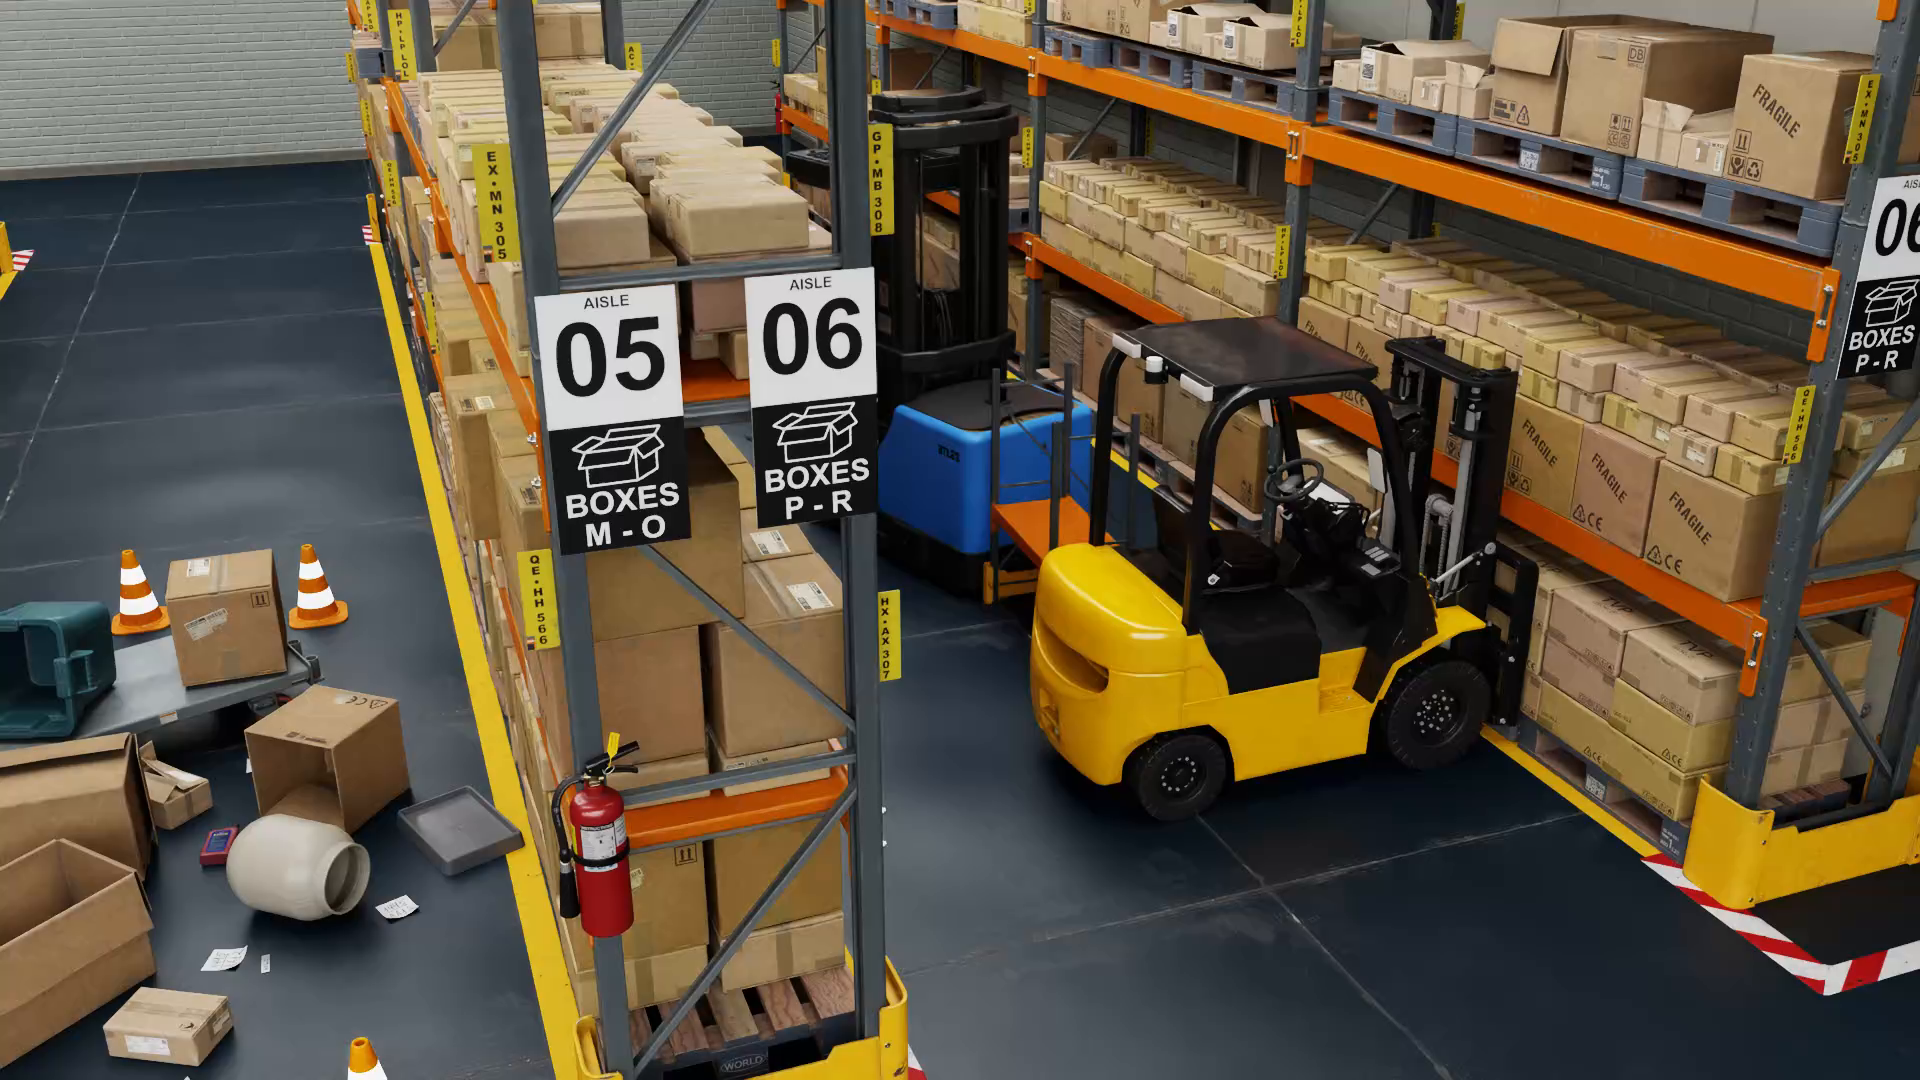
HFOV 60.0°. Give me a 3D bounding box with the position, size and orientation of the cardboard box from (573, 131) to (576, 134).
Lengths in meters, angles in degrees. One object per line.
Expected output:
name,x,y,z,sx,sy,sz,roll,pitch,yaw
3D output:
cardboard box,-1.412,-1.616,7.169,0.500,0.250,0.500,-9,24,-20

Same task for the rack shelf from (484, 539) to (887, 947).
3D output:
rack shelf,-1.460,0.398,7.369,1.077,0.370,4.000,-8,24,-19

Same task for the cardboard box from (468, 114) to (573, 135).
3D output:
cardboard box,-1.734,-1.581,6.573,0.380,0.149,0.250,-8,24,-18

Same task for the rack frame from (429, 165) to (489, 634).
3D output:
rack frame,-2.166,-0.660,8.953,1.000,3.000,0.127,-8,24,-19

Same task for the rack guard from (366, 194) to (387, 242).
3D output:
rack guard,-6.414,-3.877,19.804,1.175,0.500,0.348,-8,24,-19

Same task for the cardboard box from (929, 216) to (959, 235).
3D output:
cardboard box,-0.091,-3.143,16.688,0.380,0.149,0.250,-9,24,-20

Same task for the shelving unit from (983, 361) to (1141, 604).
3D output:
shelving unit,0.580,-0.156,9.690,0.587,1.500,1.083,-7,24,-16

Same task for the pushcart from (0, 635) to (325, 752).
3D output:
pushcart,-4.282,0.880,8.677,1.648,0.377,0.936,-18,29,-37

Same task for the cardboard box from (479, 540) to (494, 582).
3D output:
cardboard box,-2.222,0.074,8.410,0.380,0.149,0.250,-8,24,-18

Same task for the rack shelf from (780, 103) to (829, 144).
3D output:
rack shelf,-1.057,-4.644,19.333,1.077,0.370,4.000,-8,24,-19

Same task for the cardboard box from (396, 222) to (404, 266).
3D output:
cardboard box,-4.196,-2.376,13.217,0.500,0.250,0.500,-8,24,-18

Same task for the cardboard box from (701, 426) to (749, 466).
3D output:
cardboard box,-1.215,-0.156,7.246,0.500,0.500,0.500,-9,24,-20

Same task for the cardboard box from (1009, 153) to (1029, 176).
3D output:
cardboard box,0.388,-3.259,14.772,0.500,0.250,0.500,-10,25,-21

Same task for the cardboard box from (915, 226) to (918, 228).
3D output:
cardboard box,-0.390,-3.084,17.383,0.500,0.500,0.500,-7,24,-17

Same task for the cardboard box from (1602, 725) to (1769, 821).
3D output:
cardboard box,3.428,1.057,7.879,0.500,0.250,0.500,-8,24,-19

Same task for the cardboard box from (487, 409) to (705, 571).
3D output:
cardboard box,-1.310,-0.191,6.042,0.700,0.500,0.500,-8,24,-18

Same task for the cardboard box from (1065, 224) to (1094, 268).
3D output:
cardboard box,1.164,-2.348,13.152,0.500,0.250,0.500,-9,24,-20

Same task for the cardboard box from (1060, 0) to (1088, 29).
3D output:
cardboard box,1.091,-4.167,12.614,0.500,0.500,0.500,-8,24,-19

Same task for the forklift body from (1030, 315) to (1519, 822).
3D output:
forklift body,1.513,0.064,8.330,2.313,2.155,1.214,-8,24,-19

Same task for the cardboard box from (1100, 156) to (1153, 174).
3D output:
cardboard box,1.367,-3.050,13.661,0.380,0.149,0.250,-8,24,-17

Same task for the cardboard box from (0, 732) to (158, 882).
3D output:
cardboard box,-4.080,1.252,7.457,0.797,0.637,0.503,-8,24,-19

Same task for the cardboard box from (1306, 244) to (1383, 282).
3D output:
cardboard box,2.311,-1.668,9.998,0.380,0.149,0.250,-8,24,-18

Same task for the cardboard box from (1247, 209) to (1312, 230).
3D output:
cardboard box,2.246,-2.224,11.700,0.380,0.149,0.250,-8,24,-19

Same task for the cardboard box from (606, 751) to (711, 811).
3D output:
cardboard box,-1.085,0.803,5.806,0.380,0.149,0.250,-8,24,-17

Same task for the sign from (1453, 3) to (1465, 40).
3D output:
sign,2.995,-3.076,10.056,0.100,0.325,0.005,-8,24,-19

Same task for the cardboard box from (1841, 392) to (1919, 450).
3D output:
cardboard box,3.970,-0.522,7.280,0.380,0.149,0.250,-9,24,-20

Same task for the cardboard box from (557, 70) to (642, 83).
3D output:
cardboard box,-1.686,-2.124,7.863,0.380,0.149,0.250,-9,24,-20

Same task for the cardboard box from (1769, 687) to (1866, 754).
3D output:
cardboard box,3.917,0.755,7.952,0.500,0.250,0.500,-8,24,-18

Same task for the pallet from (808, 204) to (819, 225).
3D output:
pallet,-1.454,-4.100,20.706,1.003,0.211,1.213,-8,24,-19

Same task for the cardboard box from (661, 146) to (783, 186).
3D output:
cardboard box,-0.841,-1.288,5.877,0.380,0.149,0.250,-8,24,-19

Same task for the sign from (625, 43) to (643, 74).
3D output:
sign,-1.661,-2.357,8.453,0.100,0.325,0.005,-8,24,-19

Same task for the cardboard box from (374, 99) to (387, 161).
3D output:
cardboard box,-4.725,-3.510,14.301,0.500,0.500,0.500,-9,24,-20

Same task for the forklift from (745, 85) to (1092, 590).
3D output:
forklift,-0.442,-1.548,11.150,1.130,2.935,3.031,-17,28,-34

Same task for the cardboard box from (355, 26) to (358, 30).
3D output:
cardboard box,-6.539,-5.659,18.562,0.380,0.149,0.250,-8,24,-18

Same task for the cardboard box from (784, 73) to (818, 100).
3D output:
cardboard box,-1.855,-5.568,20.410,0.500,0.250,0.500,-8,24,-19

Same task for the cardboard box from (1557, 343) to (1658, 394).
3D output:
cardboard box,3.117,-0.829,8.007,0.380,0.149,0.250,-8,24,-18

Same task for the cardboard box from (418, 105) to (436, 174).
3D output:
cardboard box,-2.267,-1.913,7.874,0.500,0.250,0.500,-9,24,-20

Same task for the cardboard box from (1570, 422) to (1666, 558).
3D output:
cardboard box,3.295,-0.267,7.894,0.500,0.500,0.500,-8,24,-17

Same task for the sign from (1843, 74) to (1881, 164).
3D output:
sign,3.377,-1.573,6.220,0.100,0.325,0.005,-8,24,-19

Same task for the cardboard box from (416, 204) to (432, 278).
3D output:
cardboard box,-3.252,-1.914,10.877,0.500,0.500,0.500,-8,24,-18

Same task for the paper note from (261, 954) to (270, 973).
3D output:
paper note,-2.925,1.784,7.004,0.032,0.001,0.123,-8,24,-19

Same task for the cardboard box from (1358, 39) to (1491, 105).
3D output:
cardboard box,2.542,-2.587,9.110,0.500,0.311,0.500,-8,24,-18

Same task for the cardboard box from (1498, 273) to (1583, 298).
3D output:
cardboard box,3.247,-1.379,9.313,0.380,0.149,0.250,-9,24,-20

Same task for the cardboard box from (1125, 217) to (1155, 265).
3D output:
cardboard box,1.539,-2.205,12.169,0.500,0.250,0.500,-8,24,-18

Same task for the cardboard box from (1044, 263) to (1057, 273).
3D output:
cardboard box,0.939,-2.548,15.276,0.380,0.149,0.250,-8,24,-18

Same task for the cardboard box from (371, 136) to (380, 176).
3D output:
cardboard box,-5.582,-3.932,16.589,0.500,0.500,0.500,-9,24,-20

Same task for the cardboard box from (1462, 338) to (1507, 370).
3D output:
cardboard box,2.870,-0.971,8.727,0.380,0.149,0.250,-9,24,-20

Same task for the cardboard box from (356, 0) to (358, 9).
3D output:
cardboard box,-4.952,-4.828,14.312,0.500,0.500,0.500,-9,24,-20

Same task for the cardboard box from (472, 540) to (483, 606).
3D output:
cardboard box,-2.354,0.167,9.833,0.950,0.372,0.625,-8,24,-18

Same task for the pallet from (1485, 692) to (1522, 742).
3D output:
pallet,3.153,0.681,9.361,1.003,0.211,1.213,-8,24,-19

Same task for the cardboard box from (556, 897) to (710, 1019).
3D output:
cardboard box,-1.299,1.602,6.587,0.500,0.250,0.500,-8,24,-19

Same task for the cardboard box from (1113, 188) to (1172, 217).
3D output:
cardboard box,1.366,-2.517,12.395,0.380,0.149,0.250,-8,24,-18

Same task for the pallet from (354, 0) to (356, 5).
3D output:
pallet,-5.699,-5.649,17.043,1.003,0.211,1.213,-8,24,-19

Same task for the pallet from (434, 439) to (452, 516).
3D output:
pallet,-3.305,-0.544,12.269,1.003,0.211,1.213,-8,24,-19

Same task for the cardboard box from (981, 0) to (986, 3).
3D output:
cardboard box,0.400,-4.766,14.513,0.380,0.149,0.250,-8,24,-19
